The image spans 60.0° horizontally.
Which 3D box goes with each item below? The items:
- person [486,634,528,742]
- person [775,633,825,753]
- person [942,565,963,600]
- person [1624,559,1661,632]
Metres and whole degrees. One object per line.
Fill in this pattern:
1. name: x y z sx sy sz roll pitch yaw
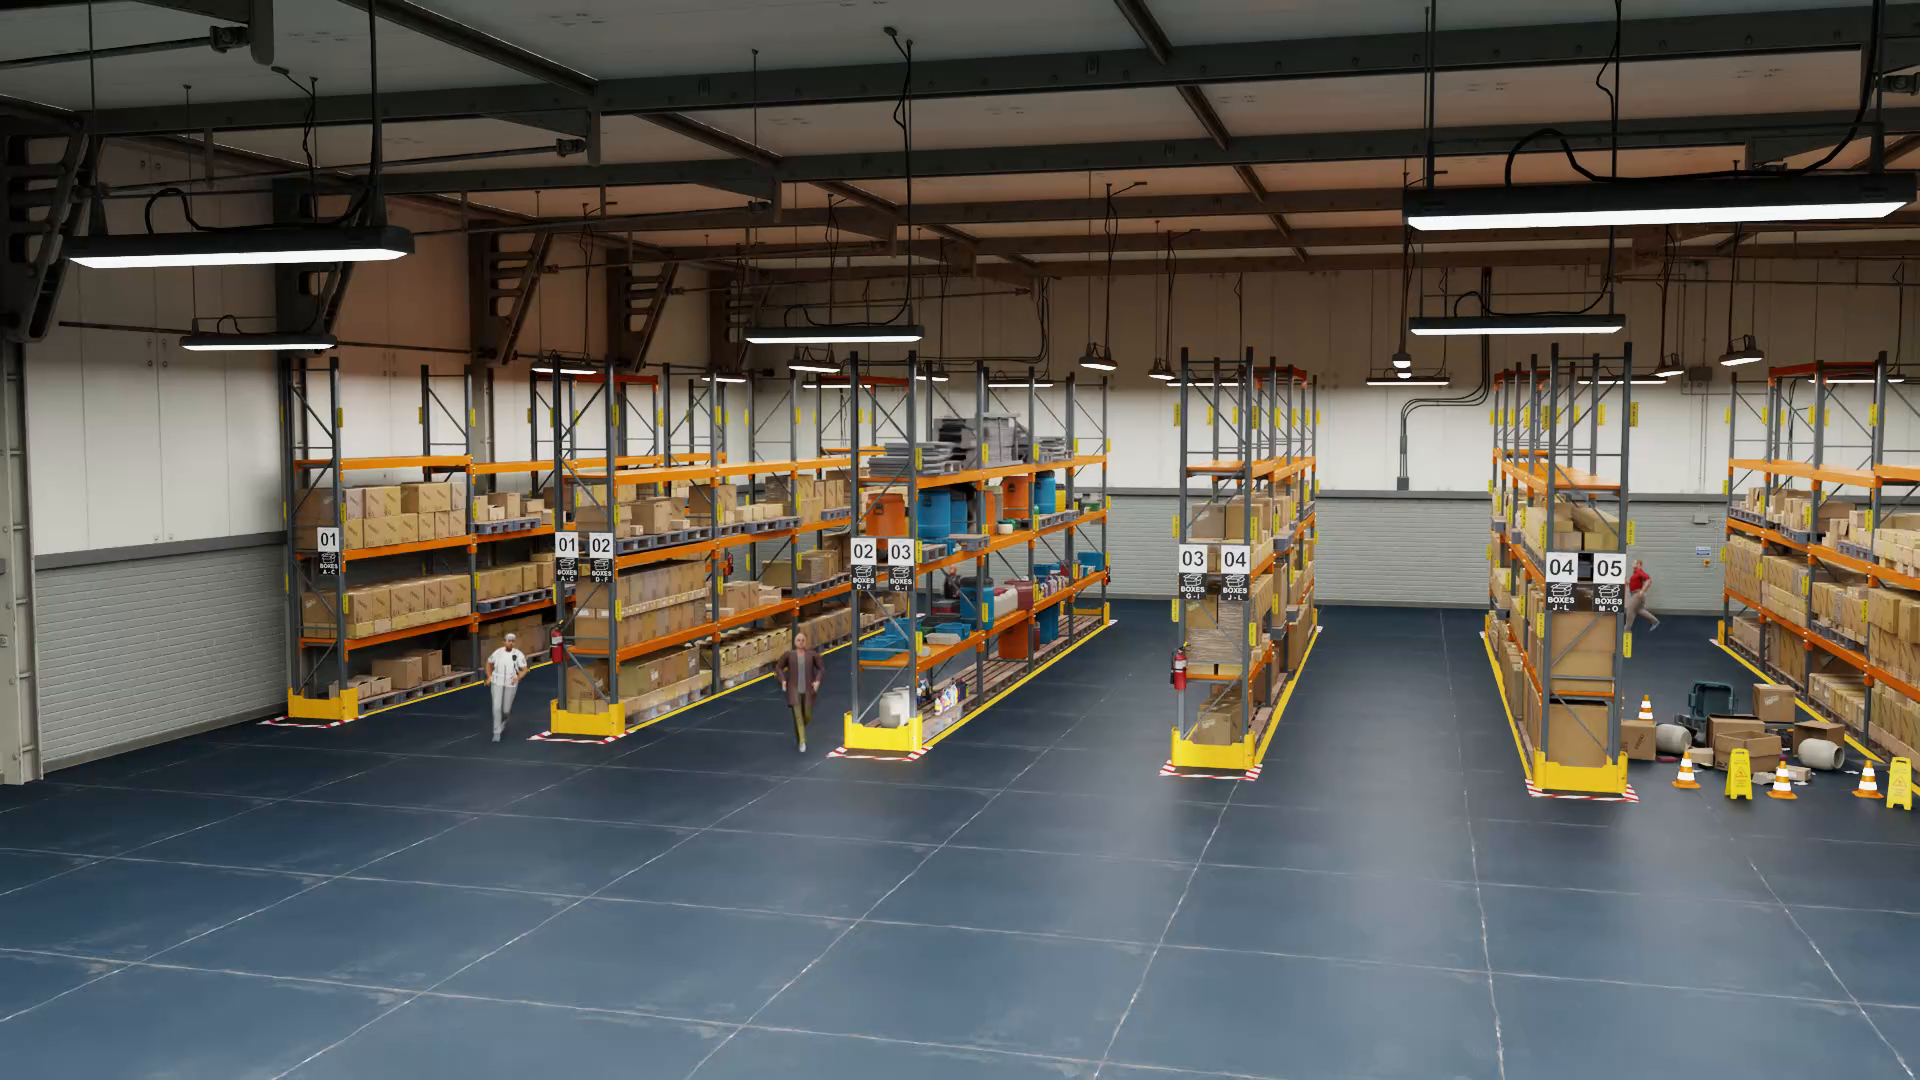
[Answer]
1. person: -7.108 2.286 26.087 0.641 1.654 0.733 -1 4 -14
2. person: -2.421 2.297 25.251 0.752 1.775 0.808 -1 4 -14
3. person: -0.124 1.420 37.319 0.656 1.722 0.800 1 4 17
4. person: 15.688 1.301 38.395 0.976 1.711 0.662 1 4 18
